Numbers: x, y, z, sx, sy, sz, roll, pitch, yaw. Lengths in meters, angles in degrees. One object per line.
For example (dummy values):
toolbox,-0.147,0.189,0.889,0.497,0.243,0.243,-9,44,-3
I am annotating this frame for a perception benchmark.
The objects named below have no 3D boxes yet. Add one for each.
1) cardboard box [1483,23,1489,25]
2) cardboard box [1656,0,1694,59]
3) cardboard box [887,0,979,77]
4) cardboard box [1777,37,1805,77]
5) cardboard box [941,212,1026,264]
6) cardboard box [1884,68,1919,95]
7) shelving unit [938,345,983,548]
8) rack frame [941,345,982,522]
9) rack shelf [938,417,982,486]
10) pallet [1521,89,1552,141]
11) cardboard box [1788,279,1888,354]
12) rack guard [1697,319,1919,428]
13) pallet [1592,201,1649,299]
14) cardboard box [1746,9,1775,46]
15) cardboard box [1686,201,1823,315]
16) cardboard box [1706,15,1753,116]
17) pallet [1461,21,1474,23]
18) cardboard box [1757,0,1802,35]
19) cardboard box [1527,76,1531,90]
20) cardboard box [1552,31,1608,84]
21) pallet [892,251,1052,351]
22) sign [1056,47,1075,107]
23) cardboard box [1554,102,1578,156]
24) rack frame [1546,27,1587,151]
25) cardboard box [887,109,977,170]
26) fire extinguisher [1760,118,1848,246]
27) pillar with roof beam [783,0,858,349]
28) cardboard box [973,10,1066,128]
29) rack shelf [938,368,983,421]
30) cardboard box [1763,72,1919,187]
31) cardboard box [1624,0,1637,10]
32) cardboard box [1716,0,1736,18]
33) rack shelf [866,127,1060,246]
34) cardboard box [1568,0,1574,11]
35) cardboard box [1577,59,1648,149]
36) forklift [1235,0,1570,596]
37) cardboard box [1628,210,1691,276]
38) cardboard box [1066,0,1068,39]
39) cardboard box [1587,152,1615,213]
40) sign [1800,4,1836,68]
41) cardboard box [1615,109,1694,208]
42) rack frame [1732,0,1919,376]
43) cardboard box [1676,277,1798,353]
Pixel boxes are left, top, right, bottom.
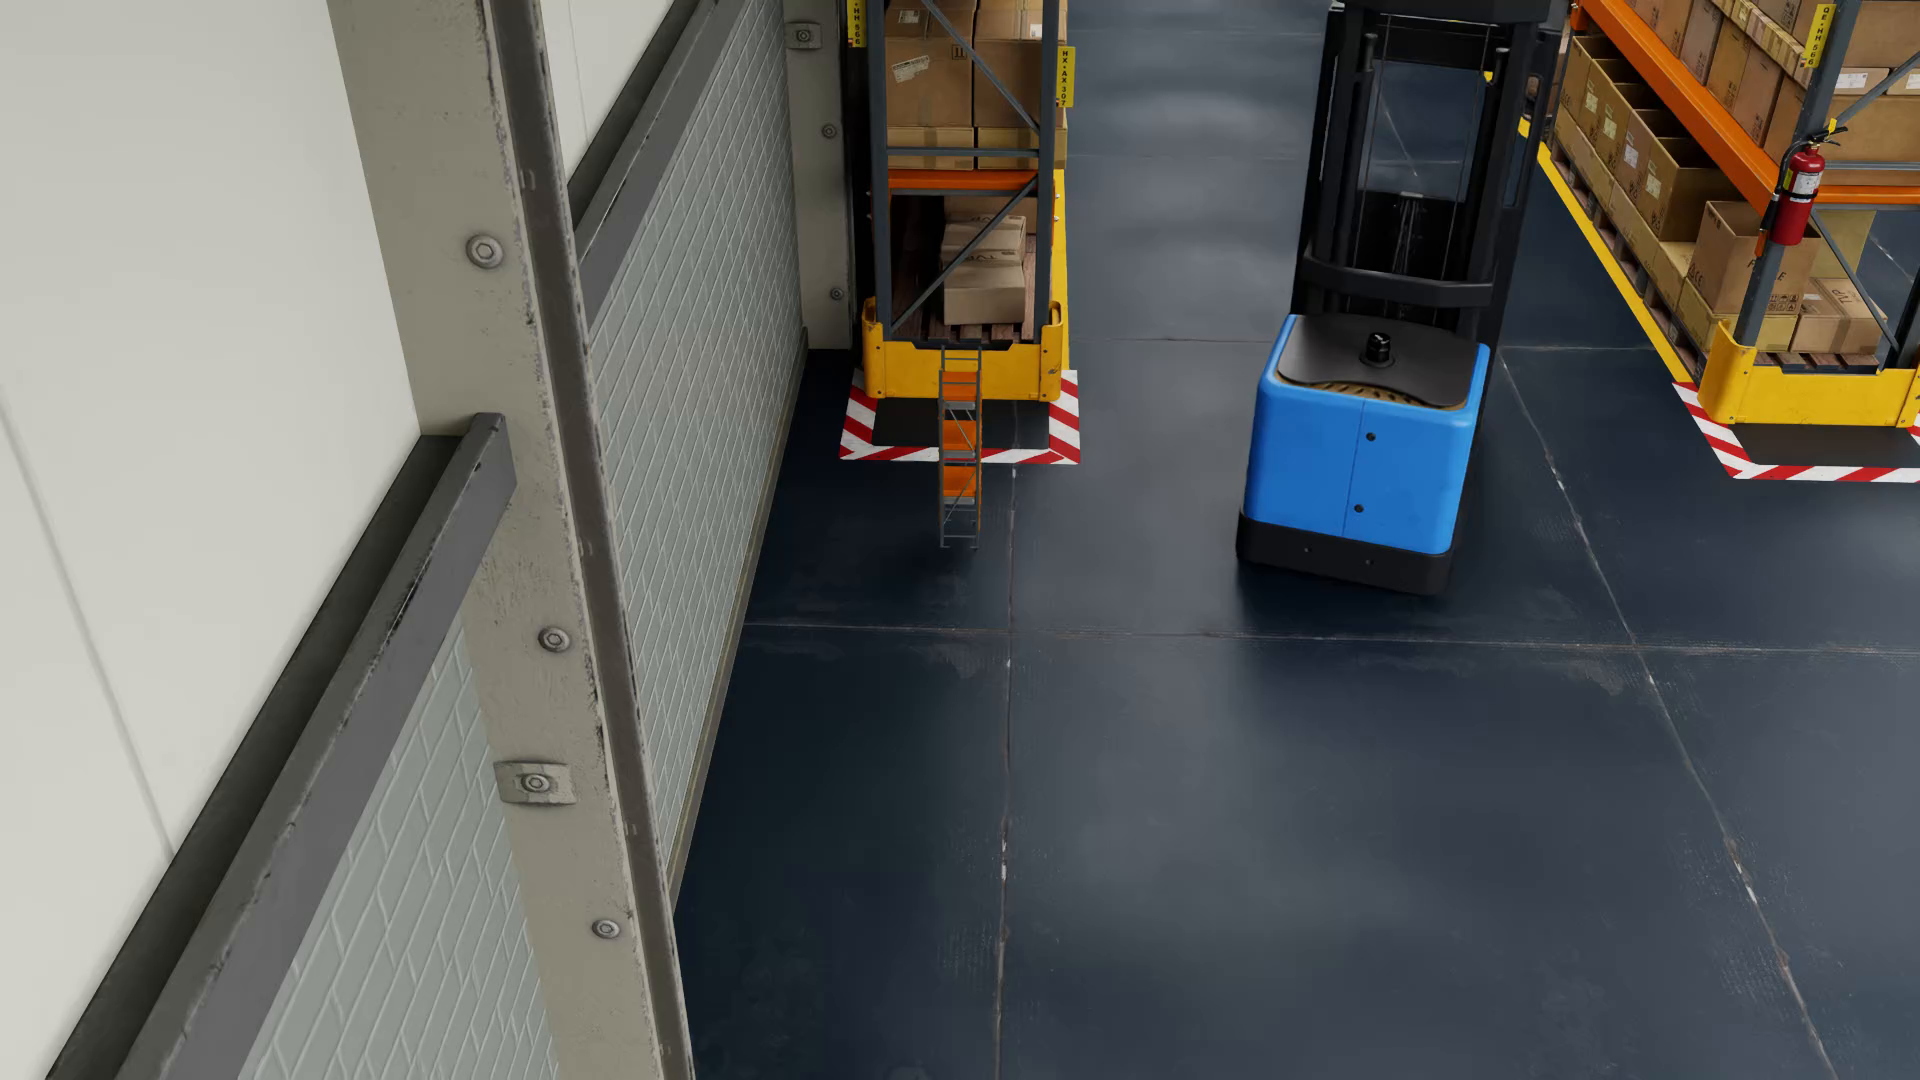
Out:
cardboard box,4.937,-4.765,14.893,0.500,0.250,0.500,0,35,1
cardboard box,5.074,-3.496,10.975,0.700,0.500,0.500,2,35,3
cardboard box,-0.149,-2.934,9.723,0.500,0.500,0.500,2,35,3
cardboard box,4.798,-2.684,9.255,0.380,0.149,0.250,2,35,3
cardboard box,0.155,-1.919,10.773,0.500,0.311,0.500,4,35,6
cardboard box,5.195,-2.530,9.036,0.380,0.149,0.250,1,35,2
shelving unit,0.002,-0.460,8.438,0.215,1.050,0.252,1,35,2
rack frame,0.007,-0.530,8.537,0.200,1.050,0.008,1,35,2
rack shelf,0.002,-0.452,8.444,0.215,0.259,0.240,1,35,2
pallet,5.115,-3.585,13.613,1.003,0.211,1.213,1,35,2
cardboard box,5.208,-1.353,10.039,0.500,0.250,0.500,1,35,2
rack guard,4.963,-0.967,9.637,1.175,0.500,0.348,1,35,2
pallet,5.005,-2.002,11.361,1.003,0.211,1.213,1,35,2
cardboard box,4.821,-2.975,9.670,0.380,0.149,0.250,2,35,3
cardboard box,4.688,-1.672,9.840,0.500,0.500,0.500,1,35,2
cardboard box,5.038,-2.899,10.125,0.700,0.500,0.500,2,35,2
pallet,5.213,-4.987,15.608,1.003,0.211,1.213,1,35,2
cardboard box,5.013,-3.176,9.390,0.700,0.500,0.500,0,35,1
cardboard box,4.874,-3.884,13.640,0.500,0.250,0.500,1,35,1
cardboard box,4.855,-3.817,13.057,0.500,0.311,0.500,1,35,2
pallet,0.085,-1.484,10.624,1.003,0.211,1.213,1,35,2
sign,0.556,-2.457,8.831,0.100,0.325,0.005,1,35,2
cardboard box,4.803,-3.089,12.508,0.500,0.250,0.500,1,35,2
rack frame,5.125,-4.302,12.208,1.000,3.000,0.127,1,35,2
cardboard box,-0.161,-2.336,9.523,0.500,0.250,0.500,2,35,3
fire extinguisher,4.495,-1.915,8.879,0.296,0.674,0.183,1,35,2
pillar with roof beam,3.480,-4.893,7.832,9.100,9.000,0.400,1,35,2
cardboard box,0.334,-2.637,9.300,0.500,0.500,0.500,1,35,2
rack shelf,0.002,-0.684,8.280,0.215,0.259,0.240,1,35,2
cardboard box,4.996,-2.312,9.290,0.700,0.500,0.500,1,35,2
cardboard box,5.113,-4.087,11.816,0.700,0.500,0.500,0,35,1
cardboard box,4.840,-3.278,10.100,0.380,0.149,0.250,2,35,3
rack shelf,0.095,-2.970,10.939,1.077,0.370,4.000,1,35,2
cardboard box,4.892,-4.403,13.890,0.500,0.311,0.500,1,35,2
cardboard box,4.781,-3.109,11.884,0.500,0.500,0.500,1,35,2
forklift,2.382,-1.770,8.666,1.130,2.935,3.031,12,37,16
cardboard box,4.717,-1.940,10.874,0.500,0.250,0.500,1,35,2
cardboard box,0.391,-3.217,10.125,0.500,0.500,0.500,0,35,0
cardboard box,4.753,-2.515,11.691,0.500,0.250,0.500,1,35,2
sign,4.422,-2.595,8.566,0.100,0.325,0.005,1,35,2
cardboard box,4.735,-2.534,11.067,0.500,0.500,0.500,1,35,2
rack frame,4.964,-2.003,8.938,1.000,3.000,0.127,1,35,2
cardboard box,4.690,-1.365,10.056,0.500,0.250,0.500,1,35,2
